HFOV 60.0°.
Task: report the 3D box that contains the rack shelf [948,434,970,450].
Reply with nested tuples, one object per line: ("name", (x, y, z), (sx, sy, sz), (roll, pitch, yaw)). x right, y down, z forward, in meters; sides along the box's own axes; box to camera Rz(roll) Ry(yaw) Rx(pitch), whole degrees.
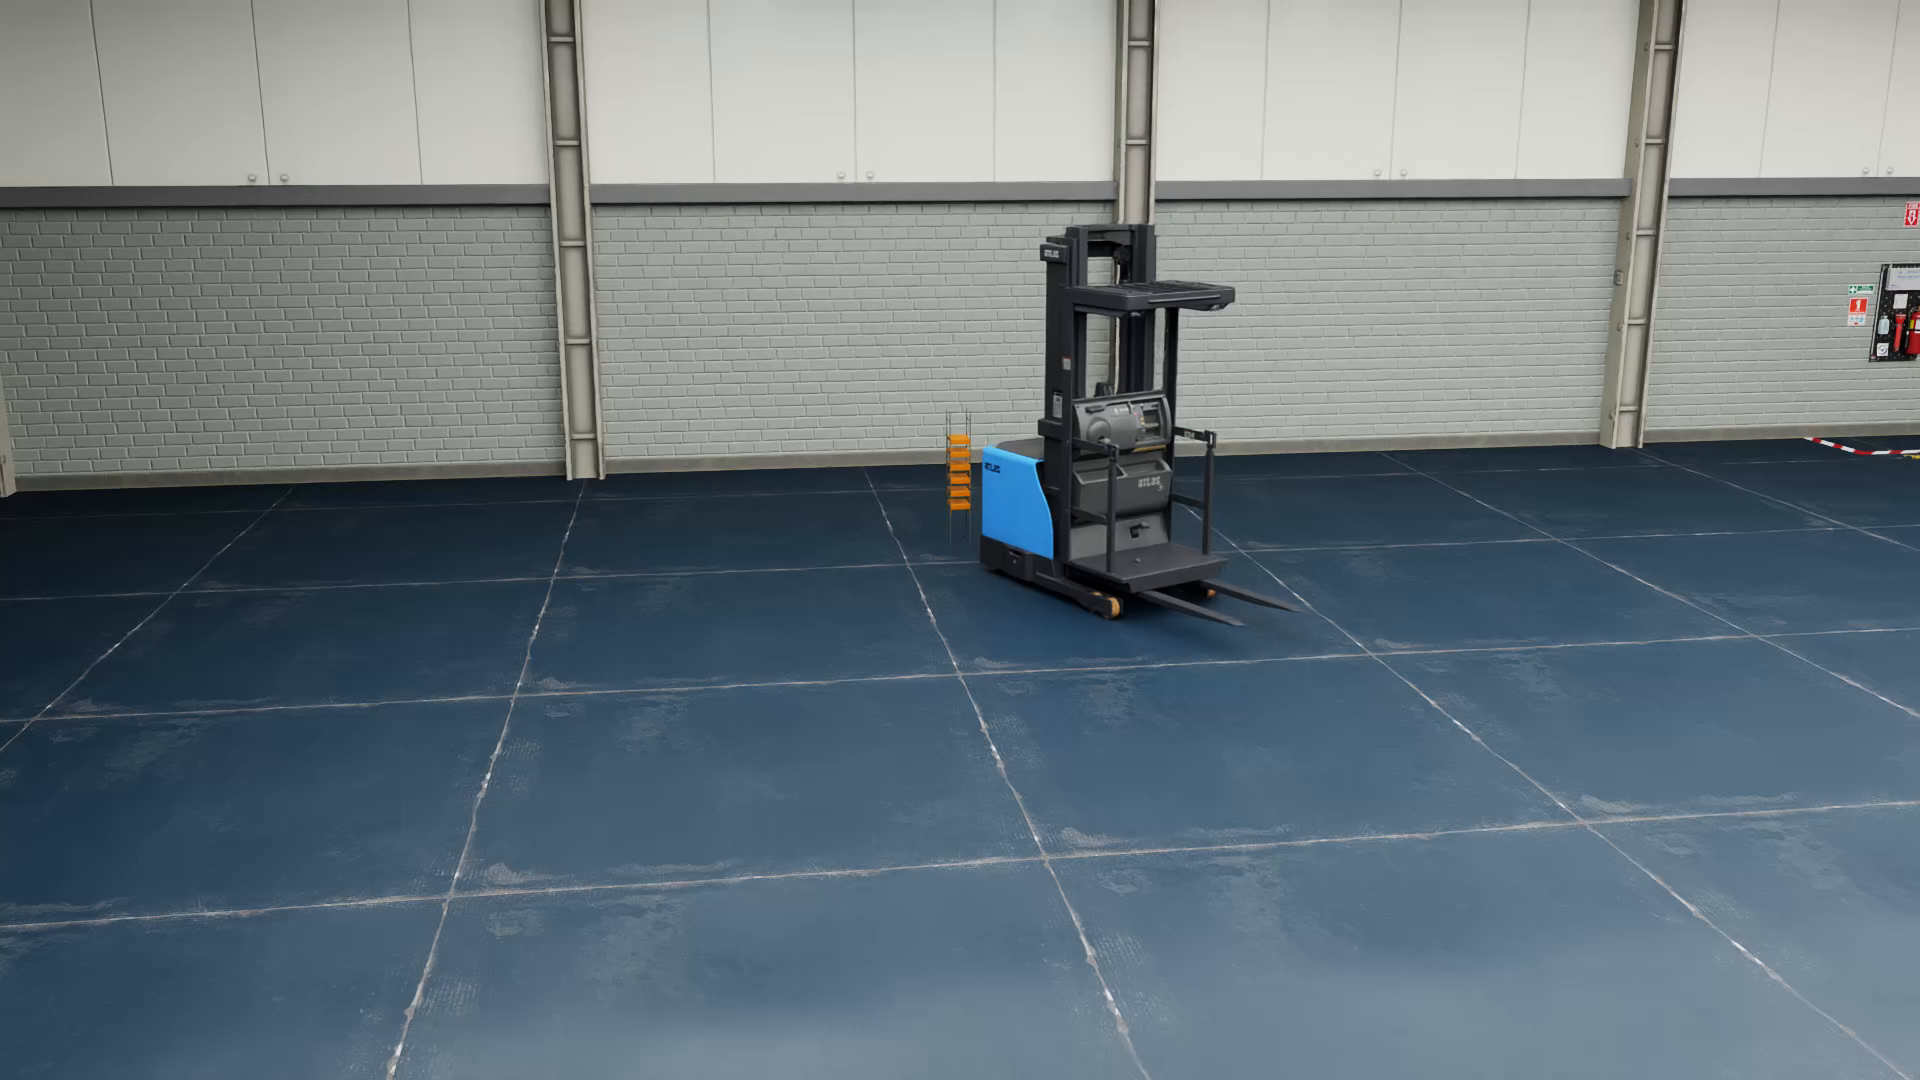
("rack shelf", (-0.014, -0.888, 15.025), (0.180, 0.103, 0.258), (-2, 14, -8))

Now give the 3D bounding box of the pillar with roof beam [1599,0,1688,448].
("pillar with roof beam", (8.468, -4.449, 14.491), (0.400, 9.000, 9.100), (-2, 14, -8))

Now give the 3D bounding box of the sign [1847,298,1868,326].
("sign", (10.749, -2.734, 19.911), (0.234, 0.329, 0.001), (-2, 14, -8))

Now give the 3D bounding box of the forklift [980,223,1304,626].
("forklift", (1.414, -0.946, 12.995), (1.130, 2.935, 3.031), (-9, 17, -33))

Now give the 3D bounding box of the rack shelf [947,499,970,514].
("rack shelf", (-0.014, -0.306, 15.171), (0.180, 0.103, 0.258), (-2, 14, -8))

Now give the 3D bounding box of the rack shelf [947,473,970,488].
("rack shelf", (-0.014, -0.538, 15.113), (0.180, 0.103, 0.258), (-2, 14, -8))

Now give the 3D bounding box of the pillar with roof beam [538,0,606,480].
("pillar with roof beam", (-3.398, -4.014, 12.757), (0.400, 9.000, 9.100), (-2, 14, -8))

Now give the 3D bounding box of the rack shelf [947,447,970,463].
("rack shelf", (-0.014, -0.771, 15.054), (0.180, 0.103, 0.258), (-2, 14, -8))

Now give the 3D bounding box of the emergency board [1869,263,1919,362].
("emergency board", (11.311, -2.712, 19.897), (0.643, 1.169, 0.194), (-2, 14, -8))

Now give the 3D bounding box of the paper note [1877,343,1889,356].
("paper note", (11.125, -2.295, 20.044), (0.142, 0.148, 0.016), (-2, 14, -8))

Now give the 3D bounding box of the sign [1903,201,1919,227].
("sign", (11.288, -3.860, 19.709), (0.199, 0.298, 0.001), (-2, 14, -8))

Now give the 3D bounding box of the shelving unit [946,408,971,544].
("shelving unit", (-0.014, -0.581, 15.102), (0.189, 1.200, 0.258), (-2, 14, -8))

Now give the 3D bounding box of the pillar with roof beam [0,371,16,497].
("pillar with roof beam", (-9.331, -3.797, 11.890), (0.400, 9.000, 9.100), (-2, 14, -8))

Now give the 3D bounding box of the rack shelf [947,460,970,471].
("rack shelf", (-0.014, -0.655, 15.084), (0.180, 0.103, 0.258), (-2, 14, -8))

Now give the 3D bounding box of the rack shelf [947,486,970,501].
("rack shelf", (-0.014, -0.422, 15.142), (0.180, 0.103, 0.258), (-2, 14, -8))

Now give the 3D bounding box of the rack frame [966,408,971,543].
("rack frame", (0.076, -0.585, 15.115), (0.006, 1.200, 0.240), (-2, 14, -8))

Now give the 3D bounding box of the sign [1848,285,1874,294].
("sign", (10.754, -2.989, 19.839), (0.331, 0.109, 0.001), (-2, 14, -8))

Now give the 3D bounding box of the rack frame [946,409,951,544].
("rack frame", (-0.105, -0.578, 15.089), (0.006, 1.200, 0.240), (-2, 14, -8))

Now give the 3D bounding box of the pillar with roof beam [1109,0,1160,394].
("pillar with roof beam", (2.535, -4.232, 13.624), (0.400, 9.000, 9.100), (-2, 14, -8))
